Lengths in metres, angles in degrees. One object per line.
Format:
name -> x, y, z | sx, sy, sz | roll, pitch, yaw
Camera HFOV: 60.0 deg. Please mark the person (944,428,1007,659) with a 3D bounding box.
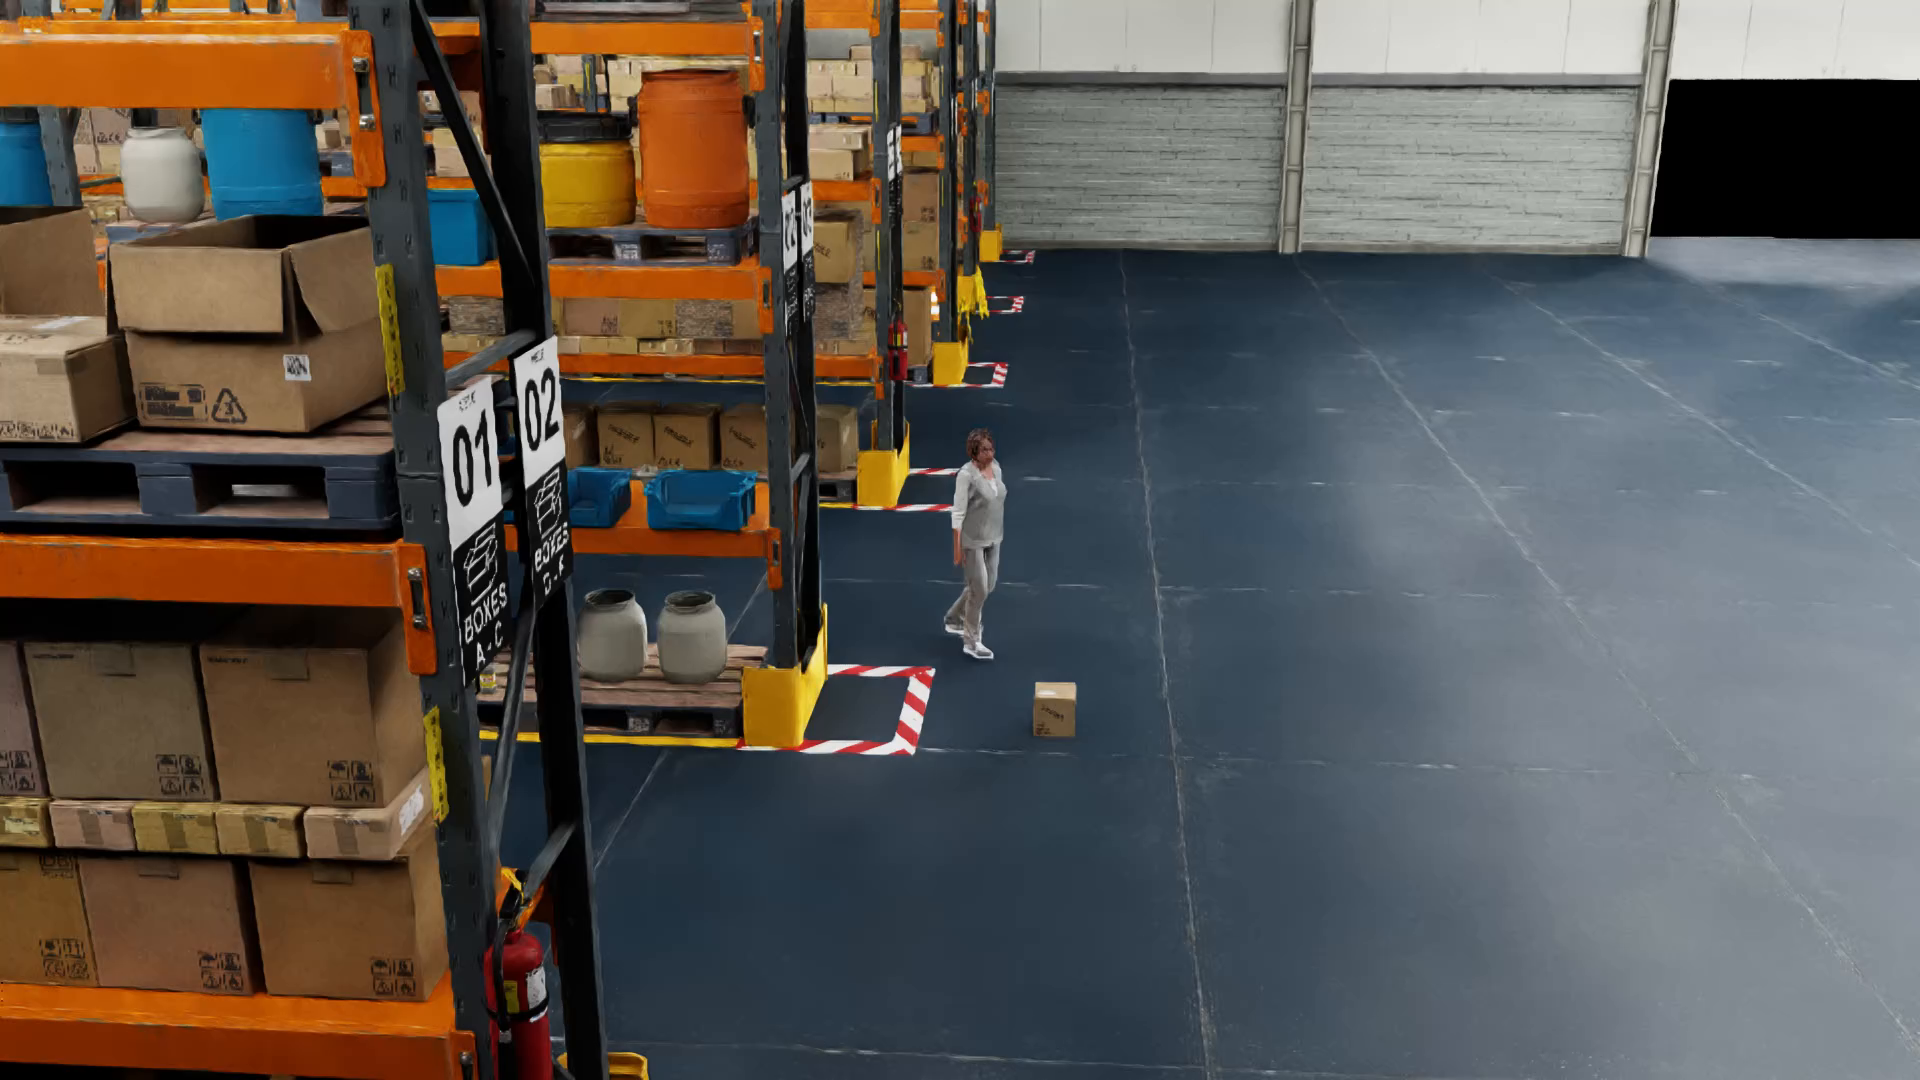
person -> 0.067, 0.002, 11.079 | 0.502, 1.579, 0.459 | 13, 22, 36
